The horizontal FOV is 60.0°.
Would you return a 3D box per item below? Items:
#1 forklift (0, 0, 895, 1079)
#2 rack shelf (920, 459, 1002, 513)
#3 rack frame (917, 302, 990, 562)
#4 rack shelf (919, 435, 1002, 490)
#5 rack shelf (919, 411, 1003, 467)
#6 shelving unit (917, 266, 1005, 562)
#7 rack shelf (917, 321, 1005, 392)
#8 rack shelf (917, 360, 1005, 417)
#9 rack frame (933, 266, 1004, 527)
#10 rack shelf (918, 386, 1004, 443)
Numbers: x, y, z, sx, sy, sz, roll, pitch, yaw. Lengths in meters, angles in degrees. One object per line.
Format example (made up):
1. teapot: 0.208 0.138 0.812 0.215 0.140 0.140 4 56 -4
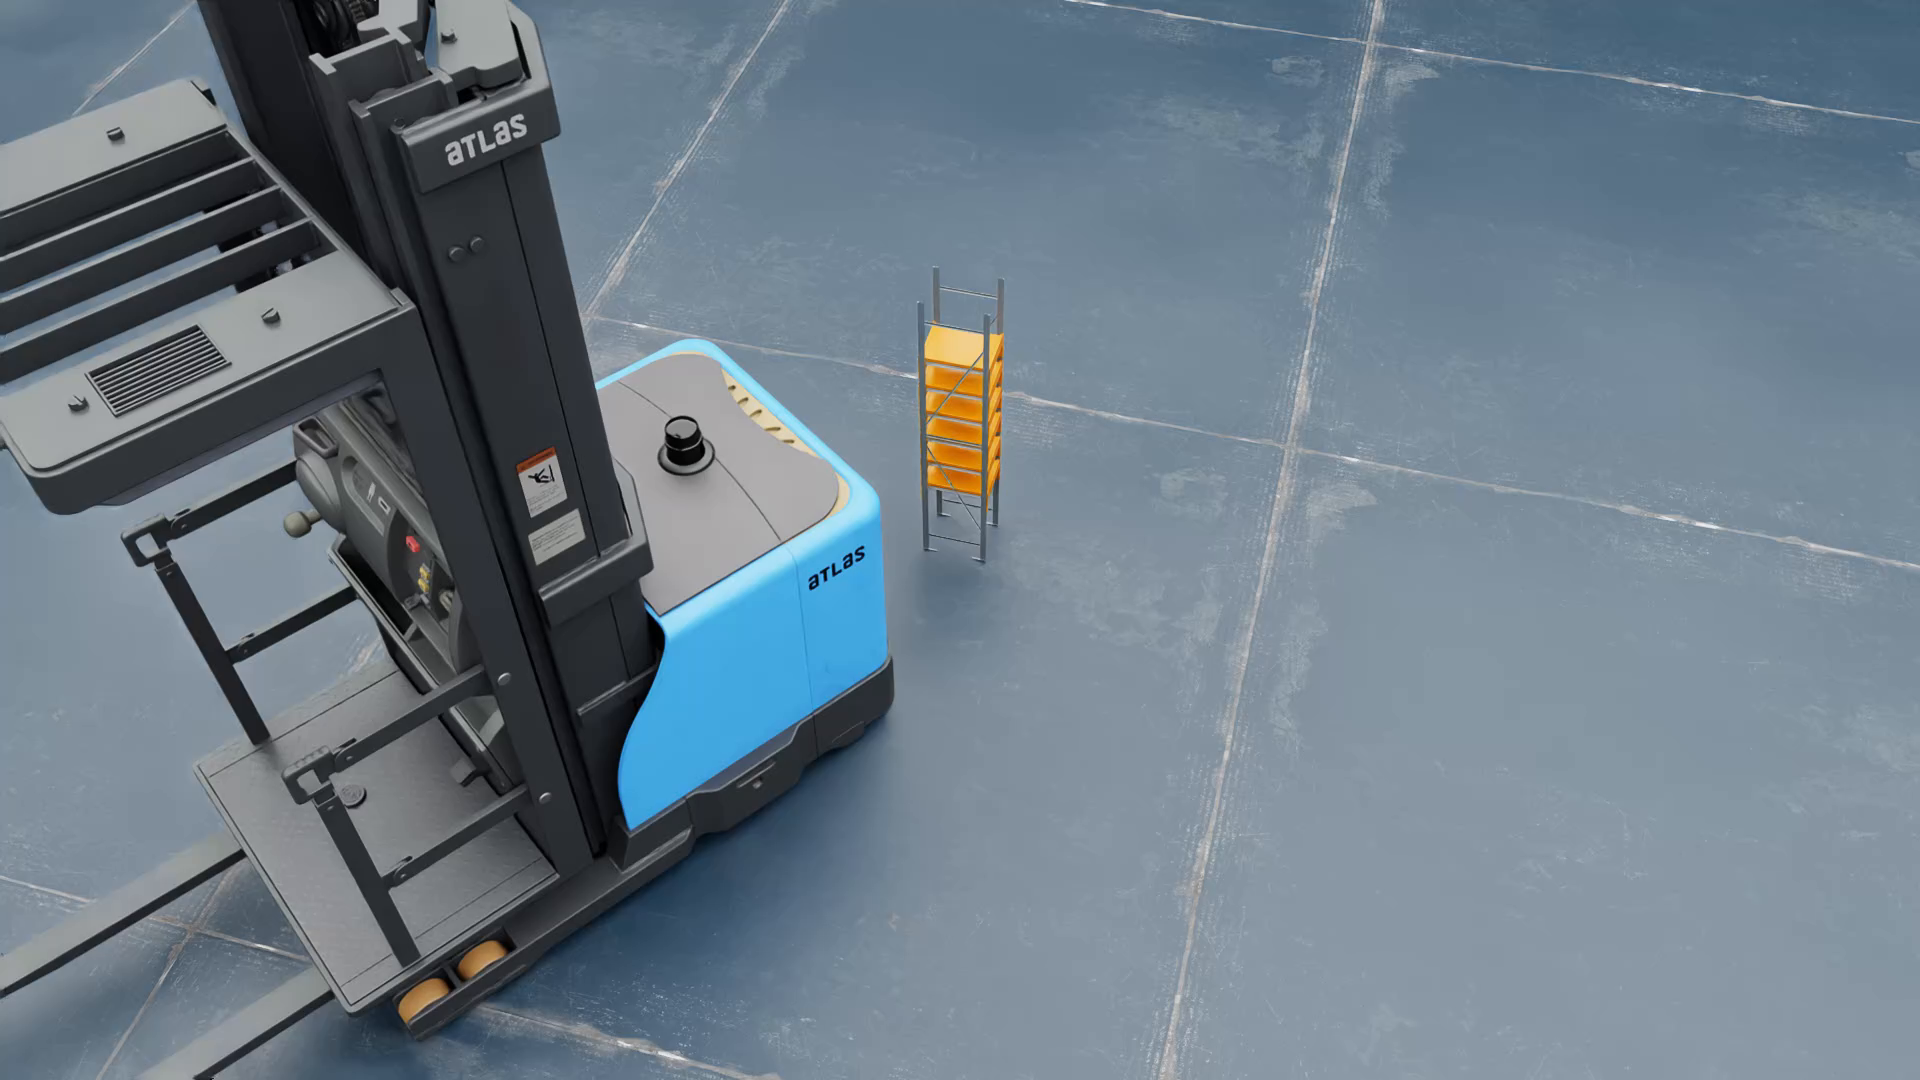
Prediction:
1. forklift: -1.678 0.045 4.256 3.031 2.935 1.130 -32 56 -25
2. rack shelf: 0.004 -0.219 6.023 0.258 0.103 0.180 12 50 10
3. rack frame: -0.020 -0.341 5.751 0.240 1.200 0.006 12 50 10
4. rack shelf: 0.004 -0.299 5.933 0.258 0.103 0.180 12 50 10
5. rack shelf: 0.004 -0.378 5.843 0.258 0.103 0.180 12 50 10
6. shelving unit: 0.004 -0.407 5.809 0.258 1.200 0.189 12 50 10
7. rack shelf: 0.004 -0.616 5.573 0.258 0.103 0.180 12 50 10
8. rack shelf: 0.004 -0.537 5.663 0.258 0.103 0.180 12 50 10
9. rack frame: 0.028 -0.474 5.868 0.240 1.200 0.006 12 50 10
10. rack shelf: 0.004 -0.458 5.753 0.258 0.103 0.180 12 50 10
